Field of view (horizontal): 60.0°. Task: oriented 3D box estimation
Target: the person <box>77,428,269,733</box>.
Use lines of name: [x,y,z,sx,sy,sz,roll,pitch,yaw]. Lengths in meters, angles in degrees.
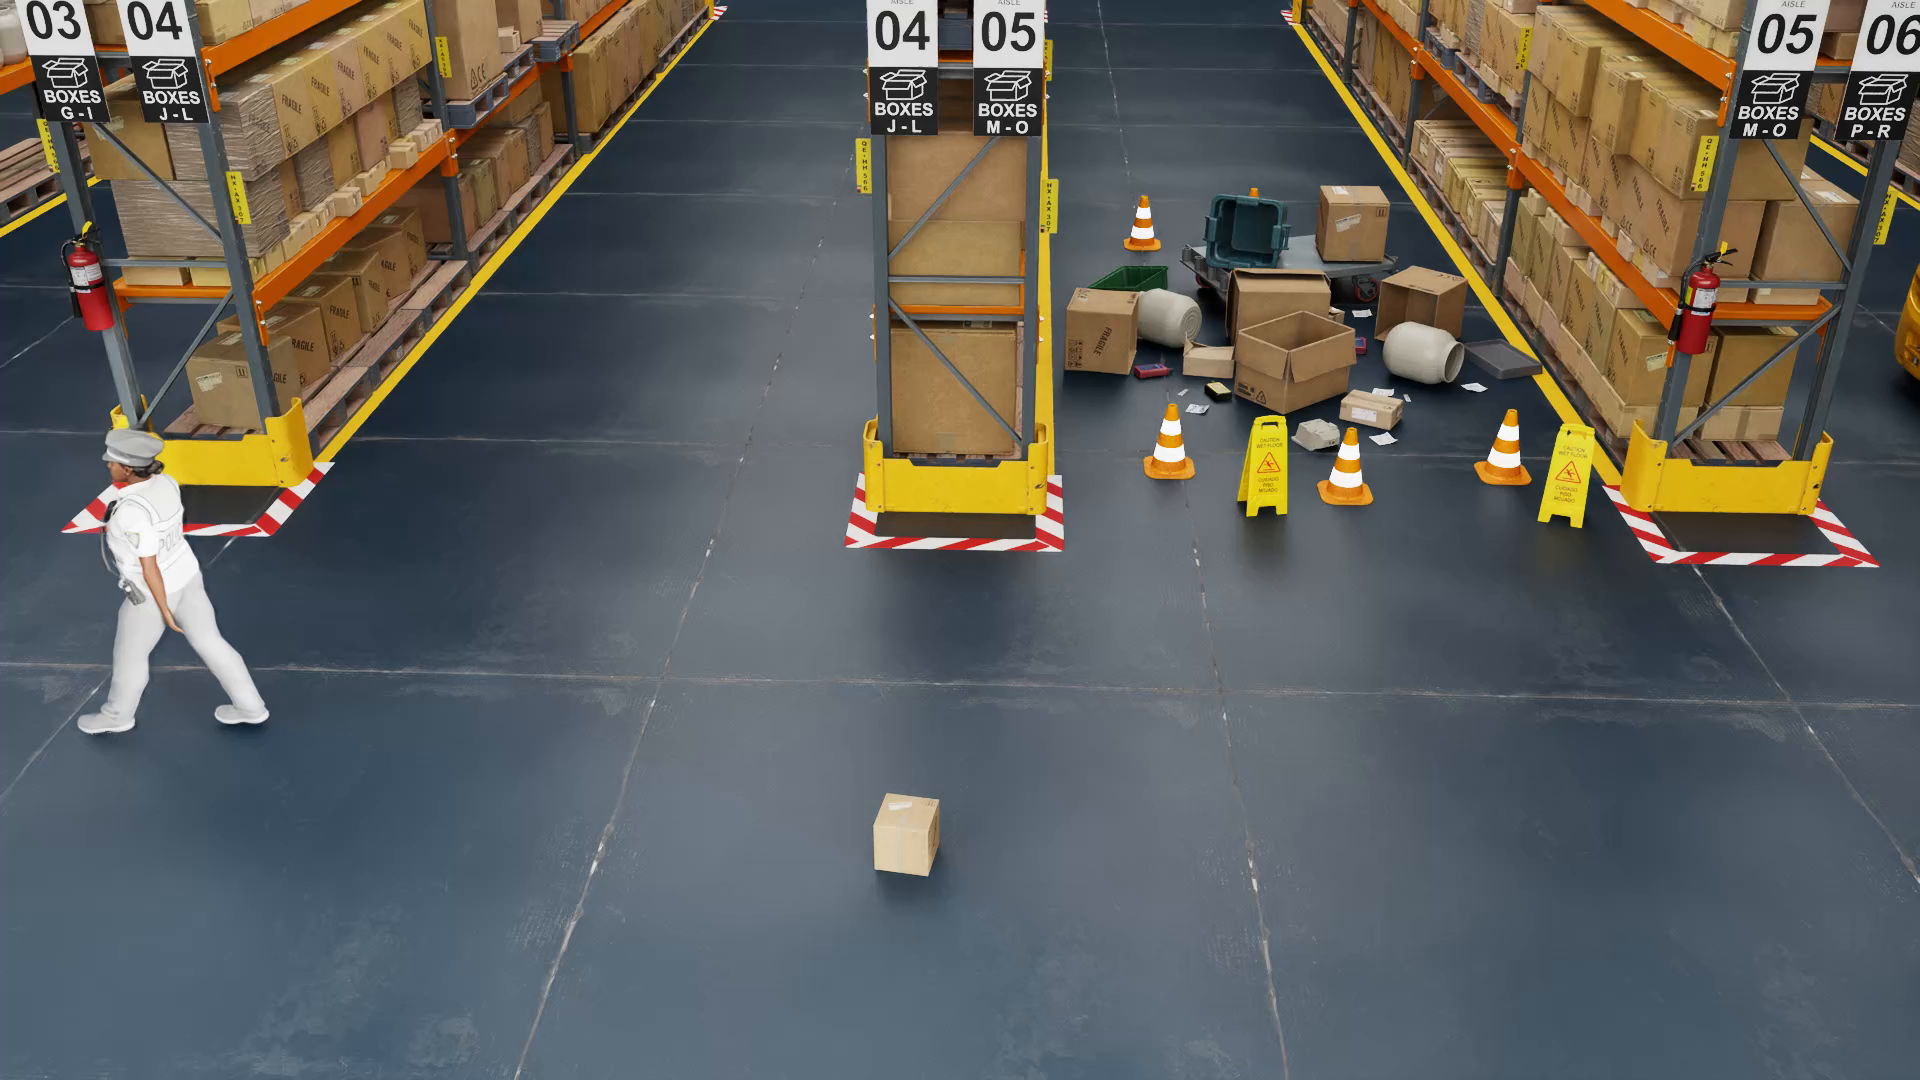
person: [-4.023,0.200,8.195,0.937,1.642,0.458,4,28,7]
